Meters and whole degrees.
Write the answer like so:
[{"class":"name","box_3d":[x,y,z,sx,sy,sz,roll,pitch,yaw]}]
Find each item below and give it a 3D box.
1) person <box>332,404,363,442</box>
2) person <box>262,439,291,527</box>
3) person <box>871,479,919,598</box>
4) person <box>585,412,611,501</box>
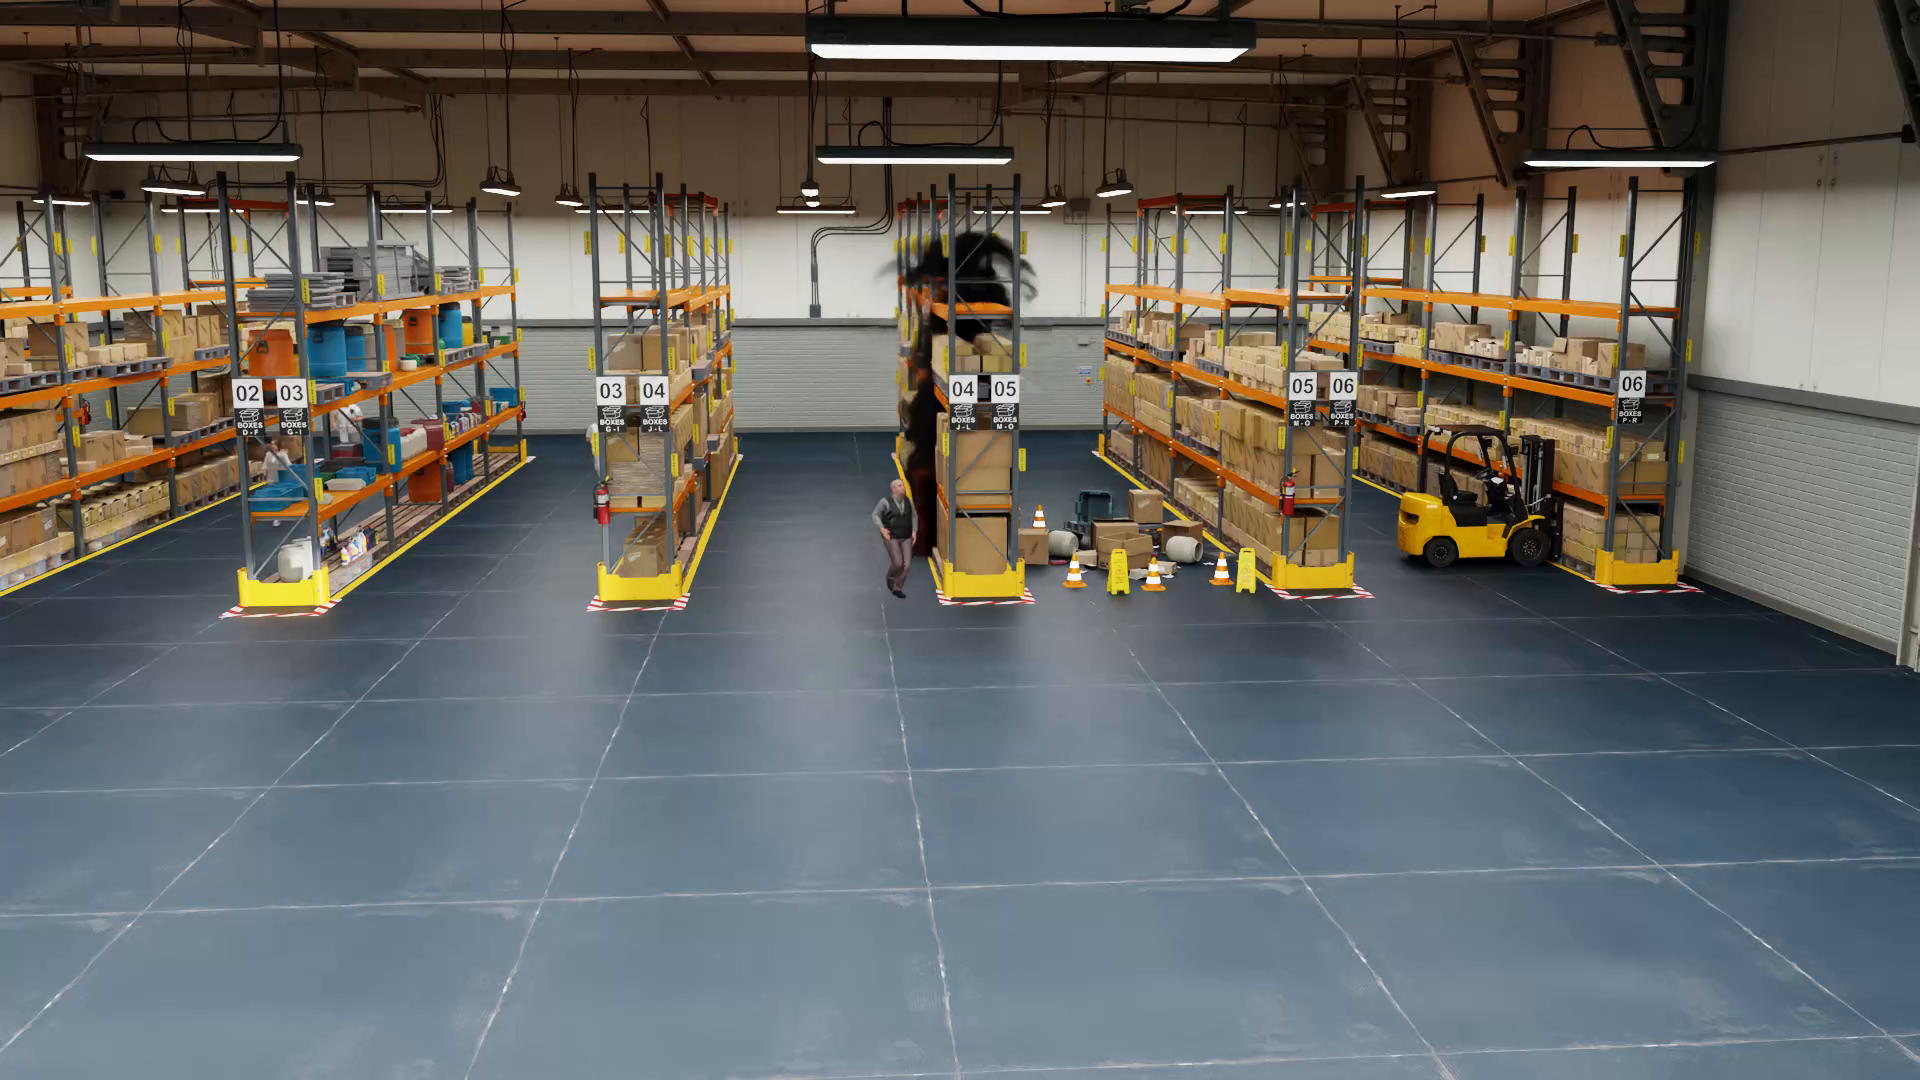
[{"class":"person","box_3d":[-13.710,-2.405,37.276,0.684,1.842,0.879,-3,10,-16]},{"class":"person","box_3d":[-12.399,-1.060,30.204,0.546,1.560,0.722,-1,10,-6]},{"class":"person","box_3d":[-0.861,-0.007,23.439,0.687,1.687,0.514,-5,11,-25]},{"class":"person","box_3d":[-7.120,-1.685,33.130,0.659,1.827,0.715,-1,10,-4]}]
